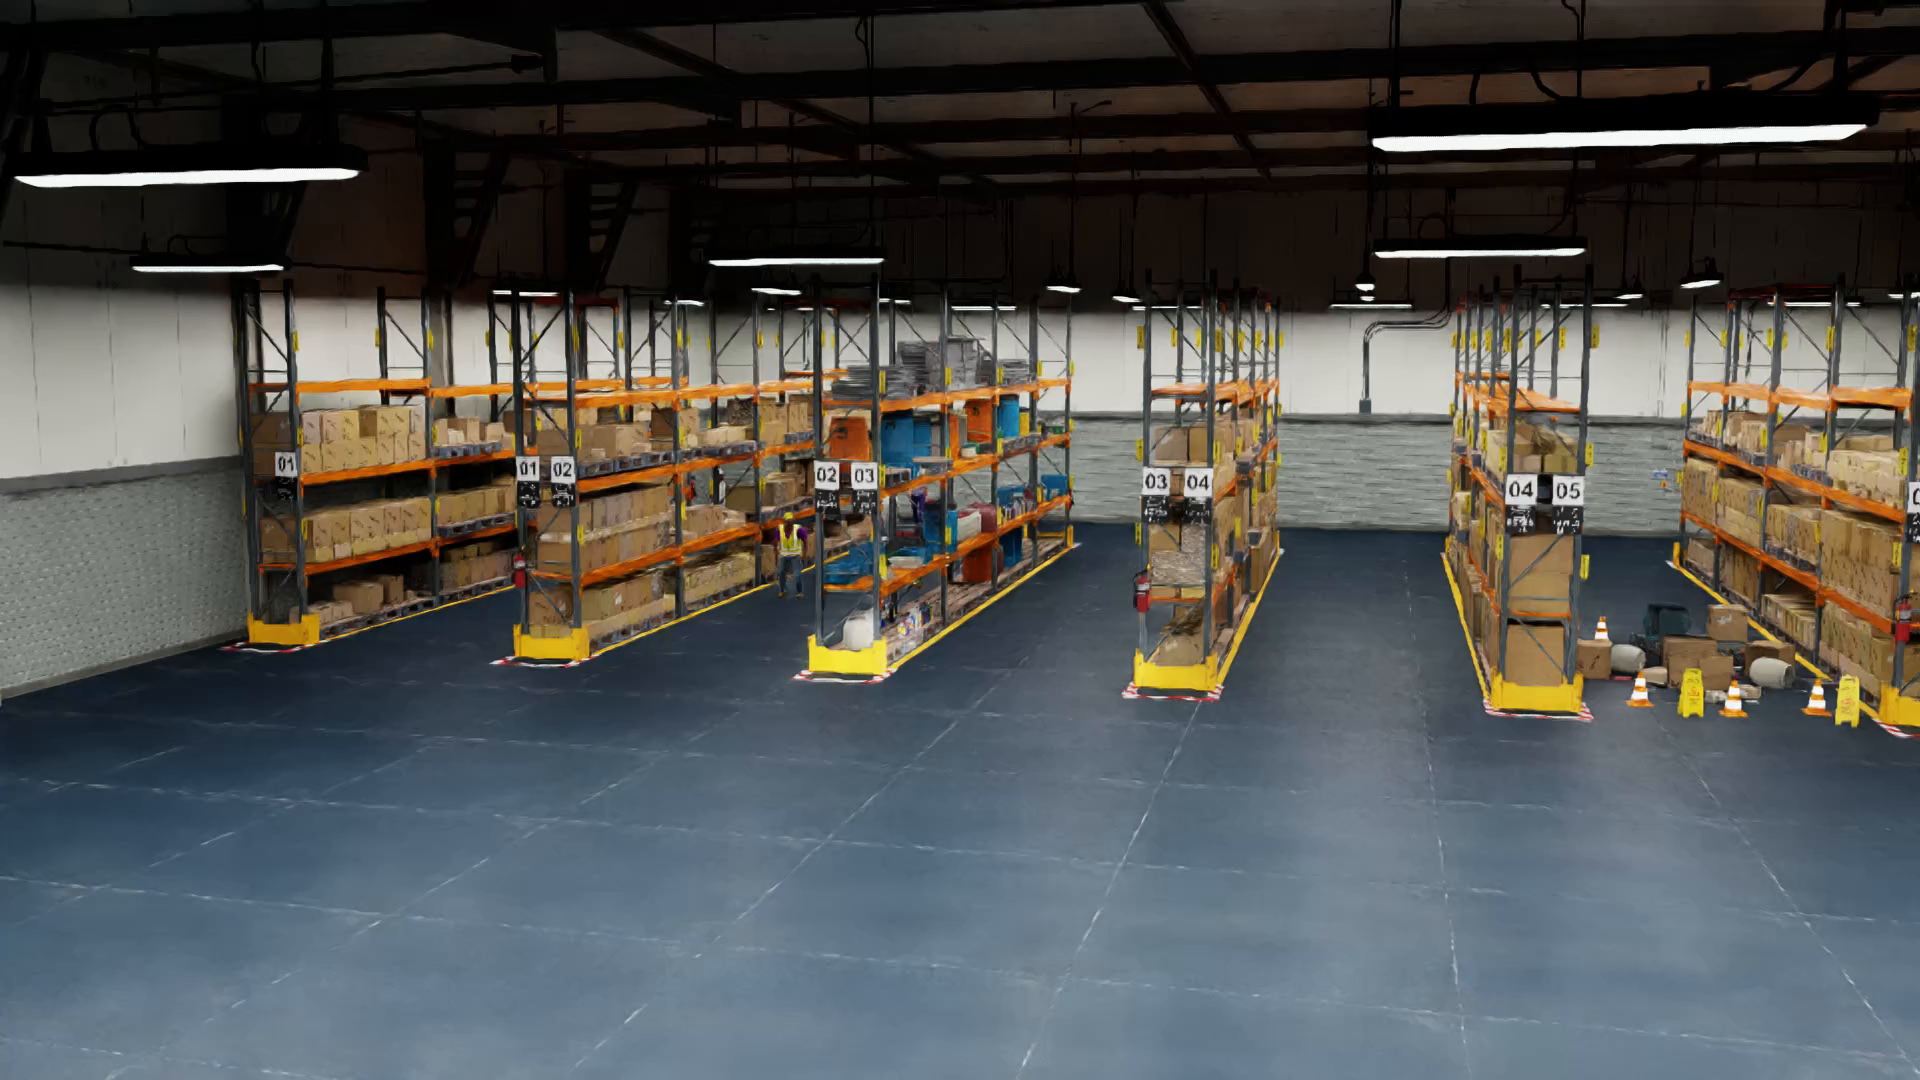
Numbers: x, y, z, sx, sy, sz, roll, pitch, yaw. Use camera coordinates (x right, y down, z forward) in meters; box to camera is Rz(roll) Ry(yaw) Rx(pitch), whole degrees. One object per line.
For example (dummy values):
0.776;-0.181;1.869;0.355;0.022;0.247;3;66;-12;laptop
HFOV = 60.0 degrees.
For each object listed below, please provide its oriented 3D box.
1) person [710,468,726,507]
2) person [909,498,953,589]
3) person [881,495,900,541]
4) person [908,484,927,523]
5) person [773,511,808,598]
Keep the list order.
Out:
-6.086;-0.916;41.956;0.497;1.785;0.660;3;8;24;person
-0.521;0.056;31.739;0.592;1.730;0.981;5;8;35;person
-1.691;-0.546;39.646;0.497;1.583;1.090;2;7;16;person
-1.132;-1.097;44.234;0.478;1.580;0.999;1;7;6;person
-3.299;0.289;32.326;0.719;1.714;0.578;1;7;12;person
